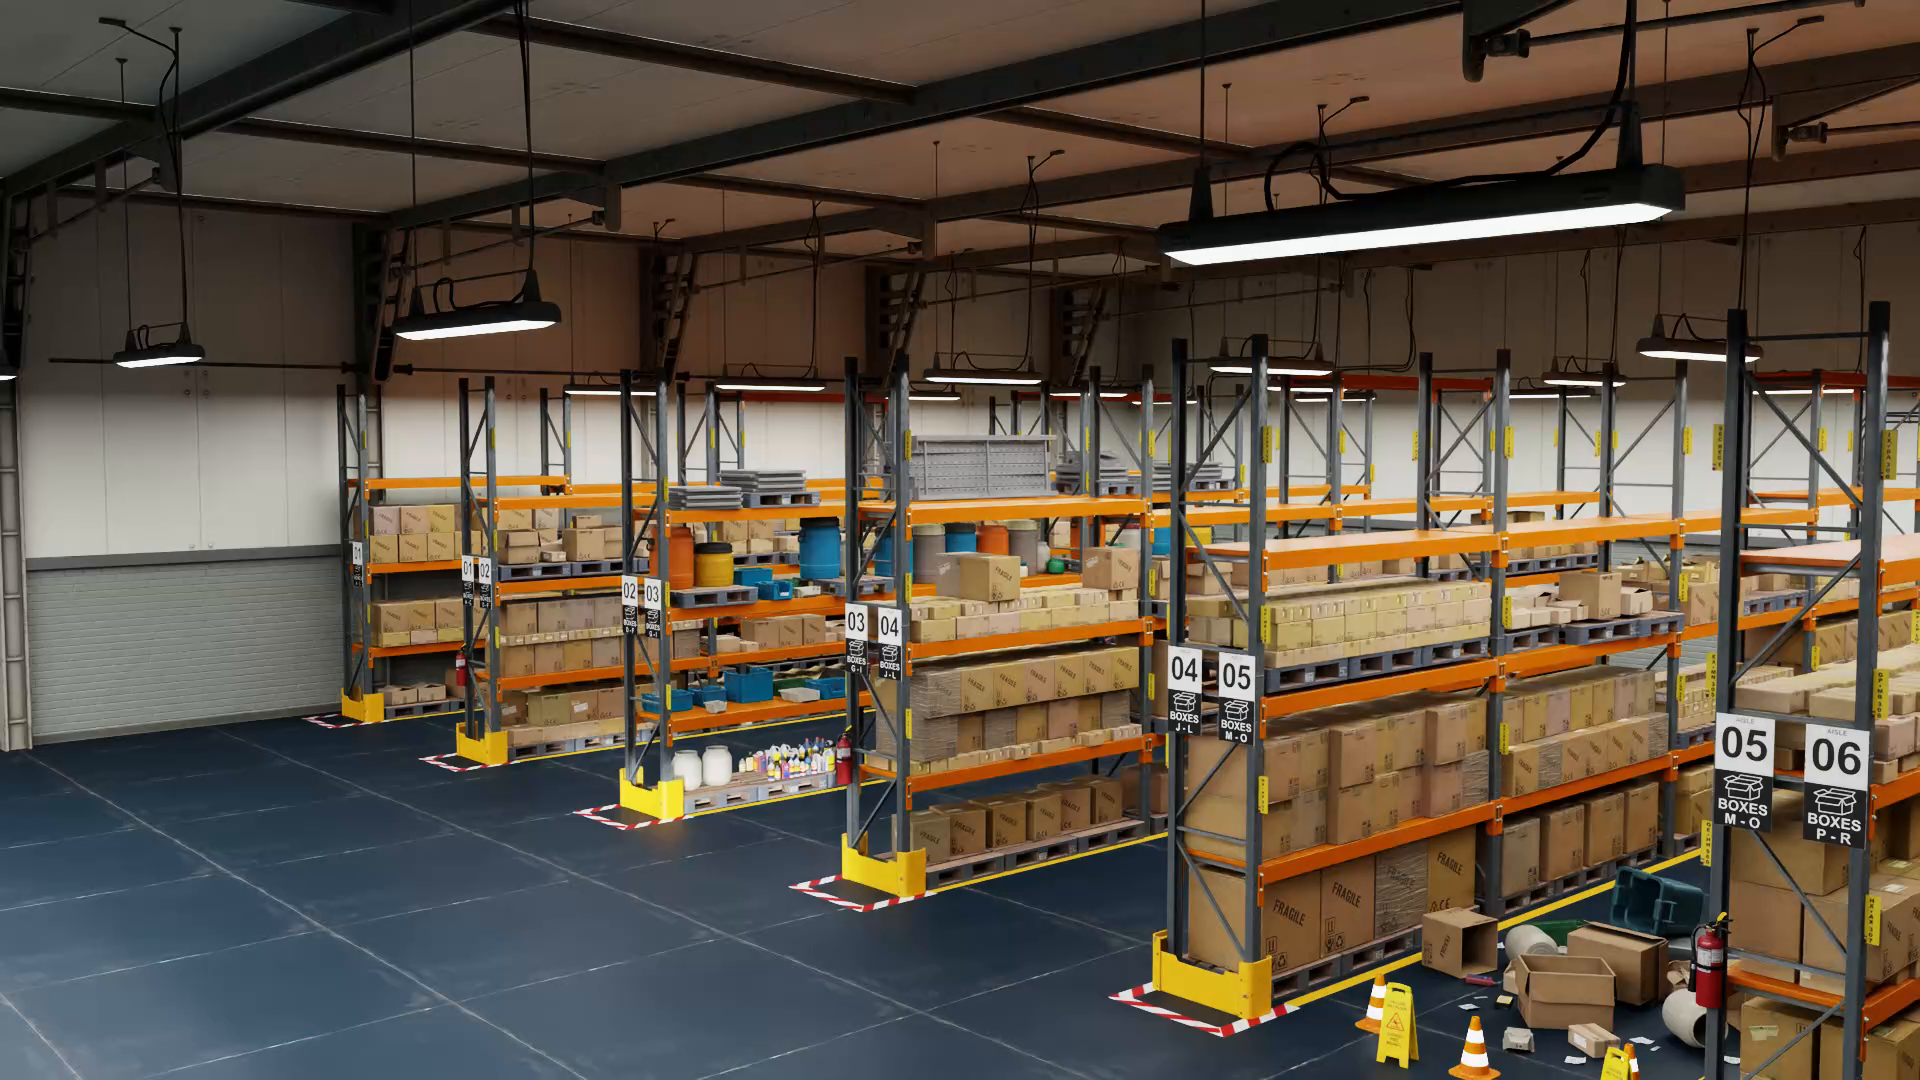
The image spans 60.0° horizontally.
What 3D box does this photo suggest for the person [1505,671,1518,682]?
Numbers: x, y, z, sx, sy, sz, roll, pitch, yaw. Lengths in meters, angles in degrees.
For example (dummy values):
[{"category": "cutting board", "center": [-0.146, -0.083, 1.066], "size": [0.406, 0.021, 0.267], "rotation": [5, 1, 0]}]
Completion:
[{"category": "person", "center": [8.026, 2.667, 24.708], "size": [0.584, 1.769, 0.527], "rotation": [1, 4, 10]}]
